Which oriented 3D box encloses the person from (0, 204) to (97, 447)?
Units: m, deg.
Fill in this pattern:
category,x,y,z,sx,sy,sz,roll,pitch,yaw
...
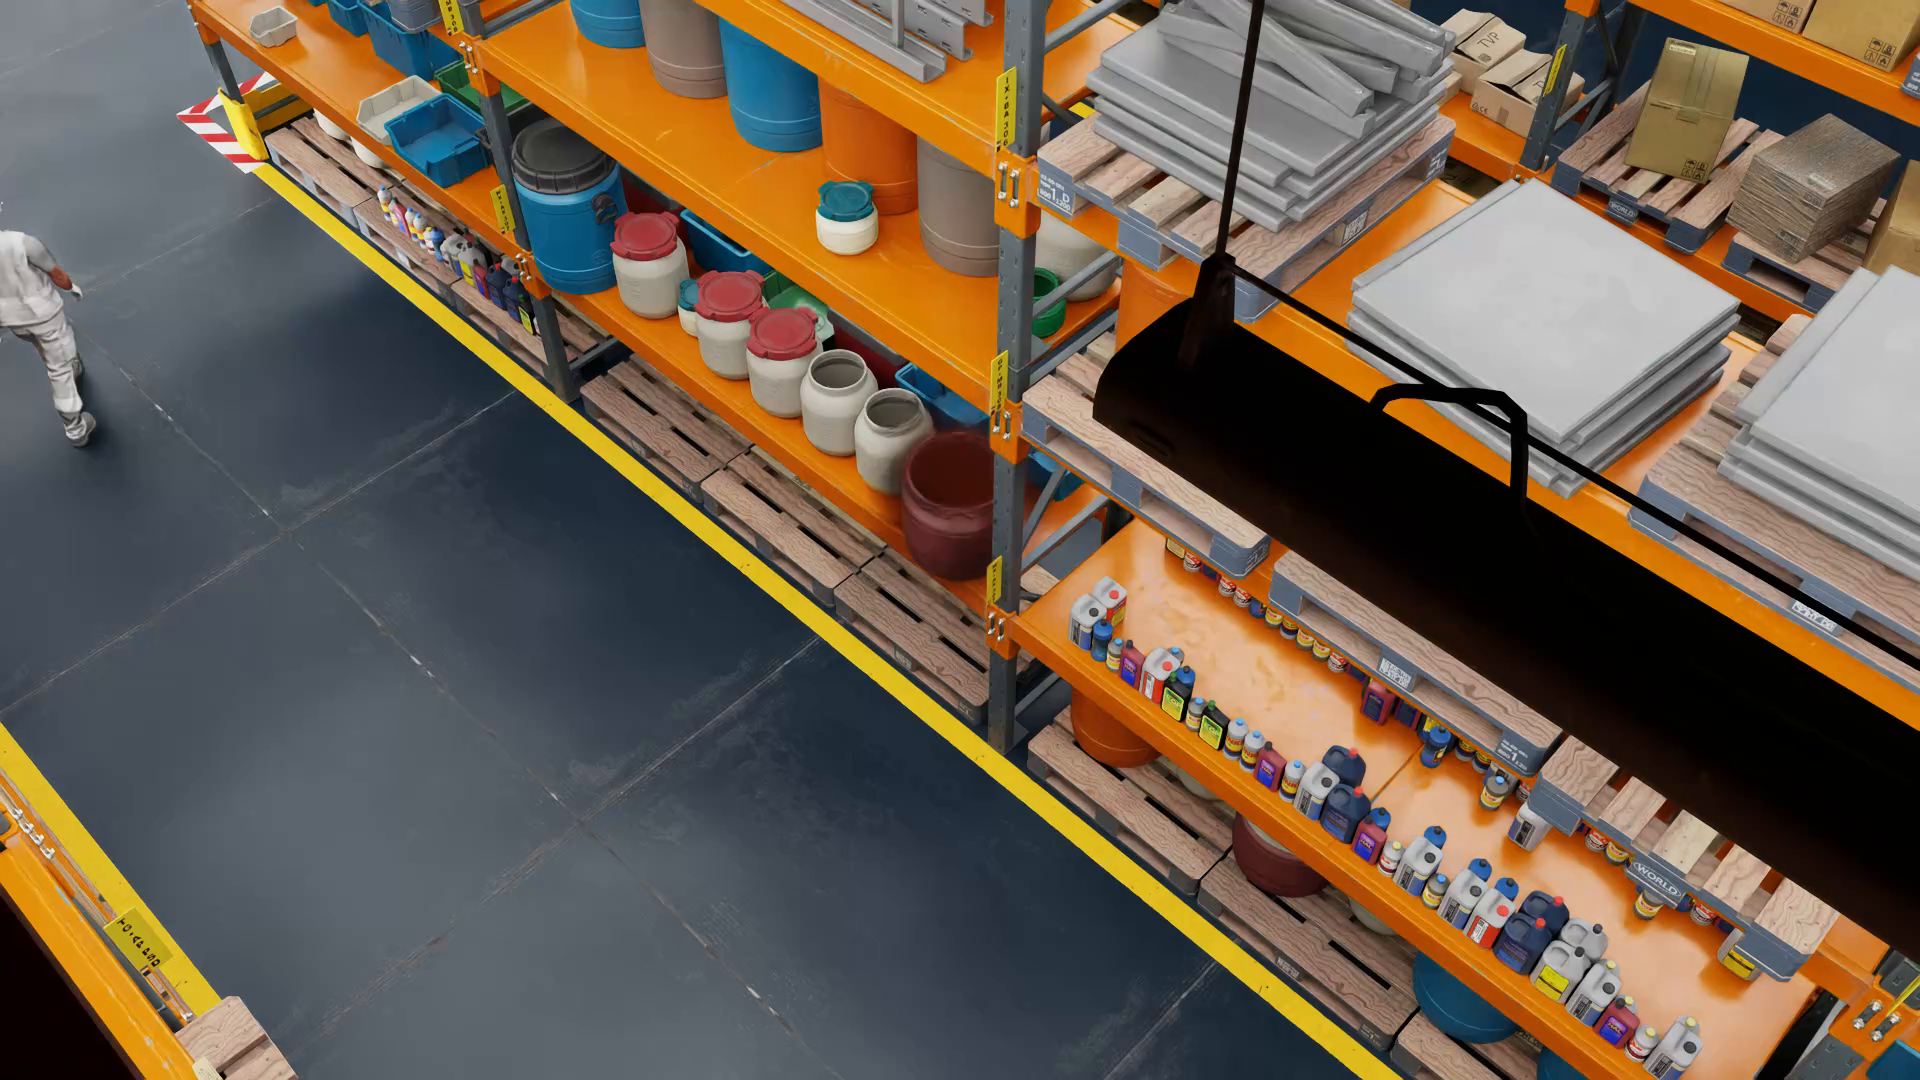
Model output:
category,x,y,z,sx,sy,sz,roll,pitch,yaw
person,-5.845,-1.509,10.479,0.564,1.738,0.954,-5,50,-4
